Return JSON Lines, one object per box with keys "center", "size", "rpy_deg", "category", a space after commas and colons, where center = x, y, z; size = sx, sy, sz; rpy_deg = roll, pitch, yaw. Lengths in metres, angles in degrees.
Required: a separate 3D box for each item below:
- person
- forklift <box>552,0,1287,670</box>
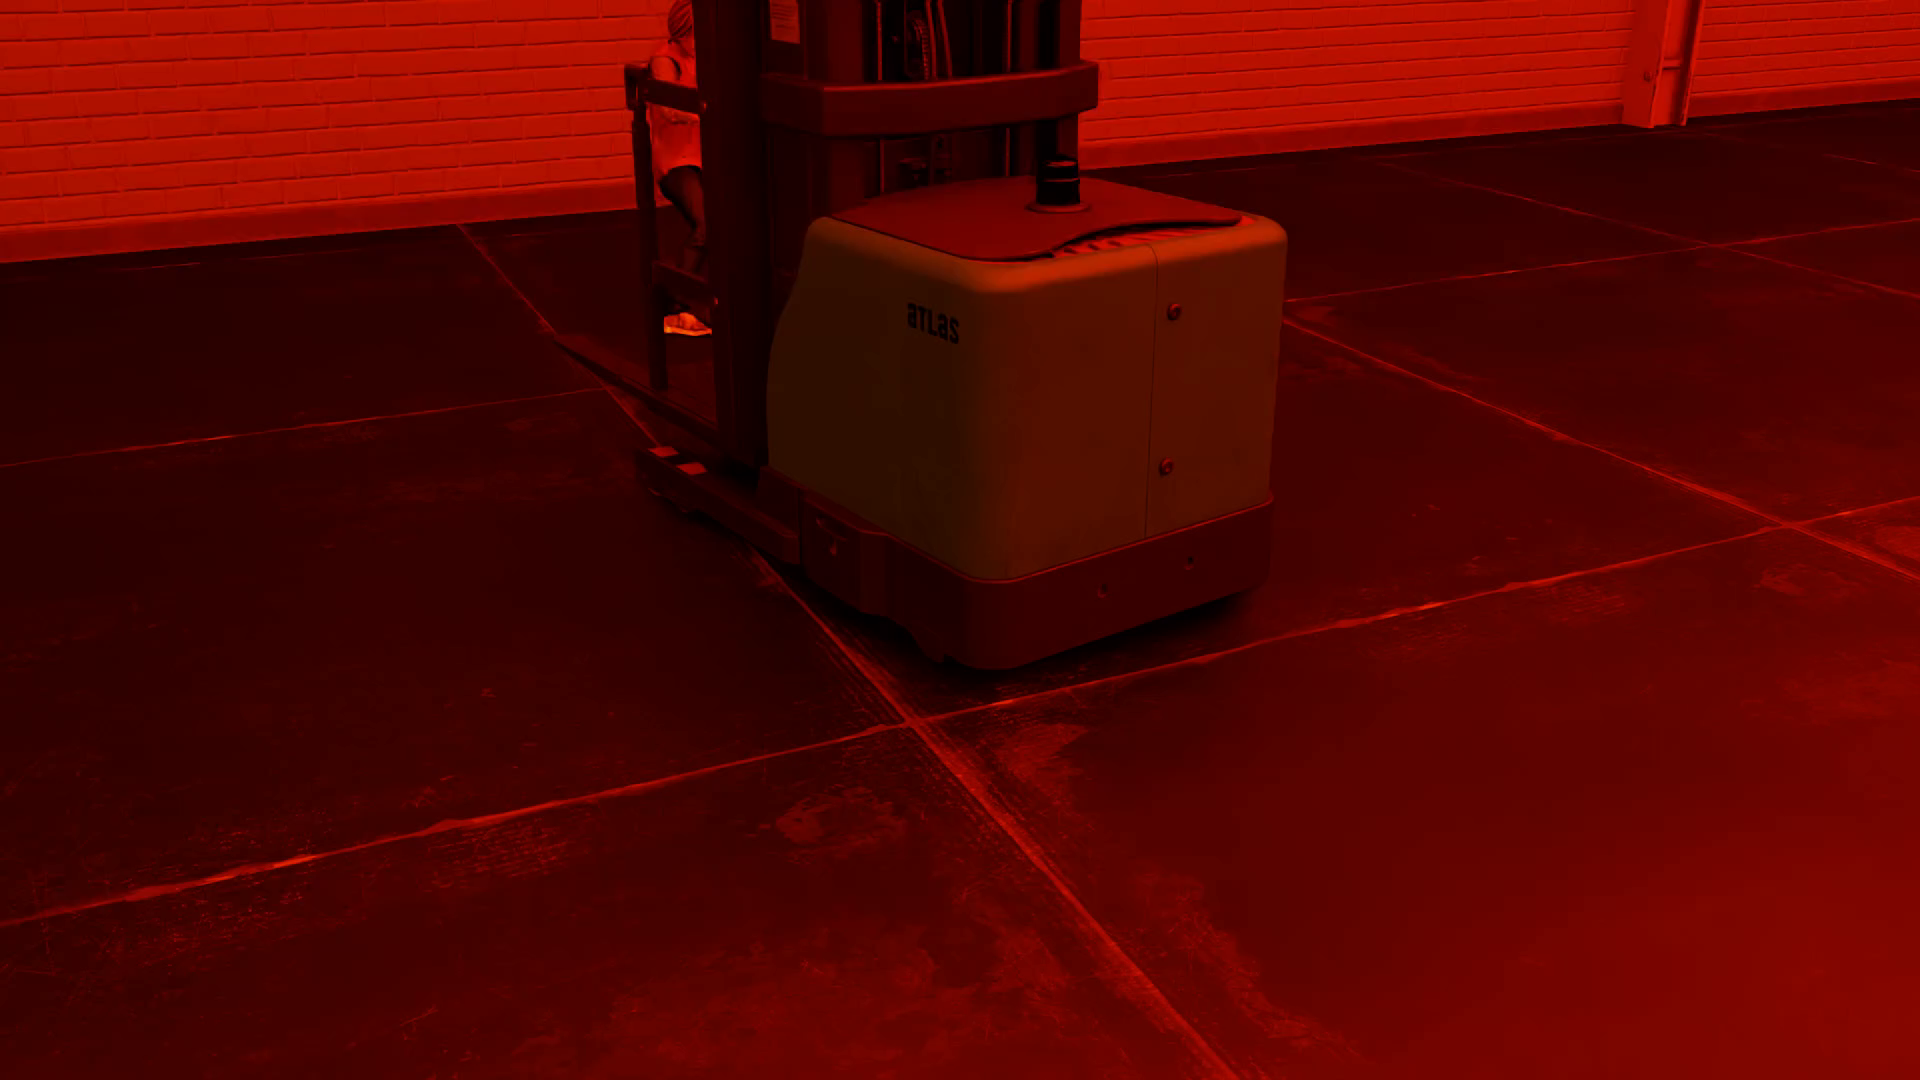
{"center": [-1.060, -1.685, 7.383], "size": [0.649, 1.362, 0.965], "rpy_deg": [13, 26, 28], "category": "person"}
{"center": [-0.408, -1.534, 4.979], "size": [1.130, 2.935, 3.031], "rpy_deg": [-16, 27, -33], "category": "forklift"}
